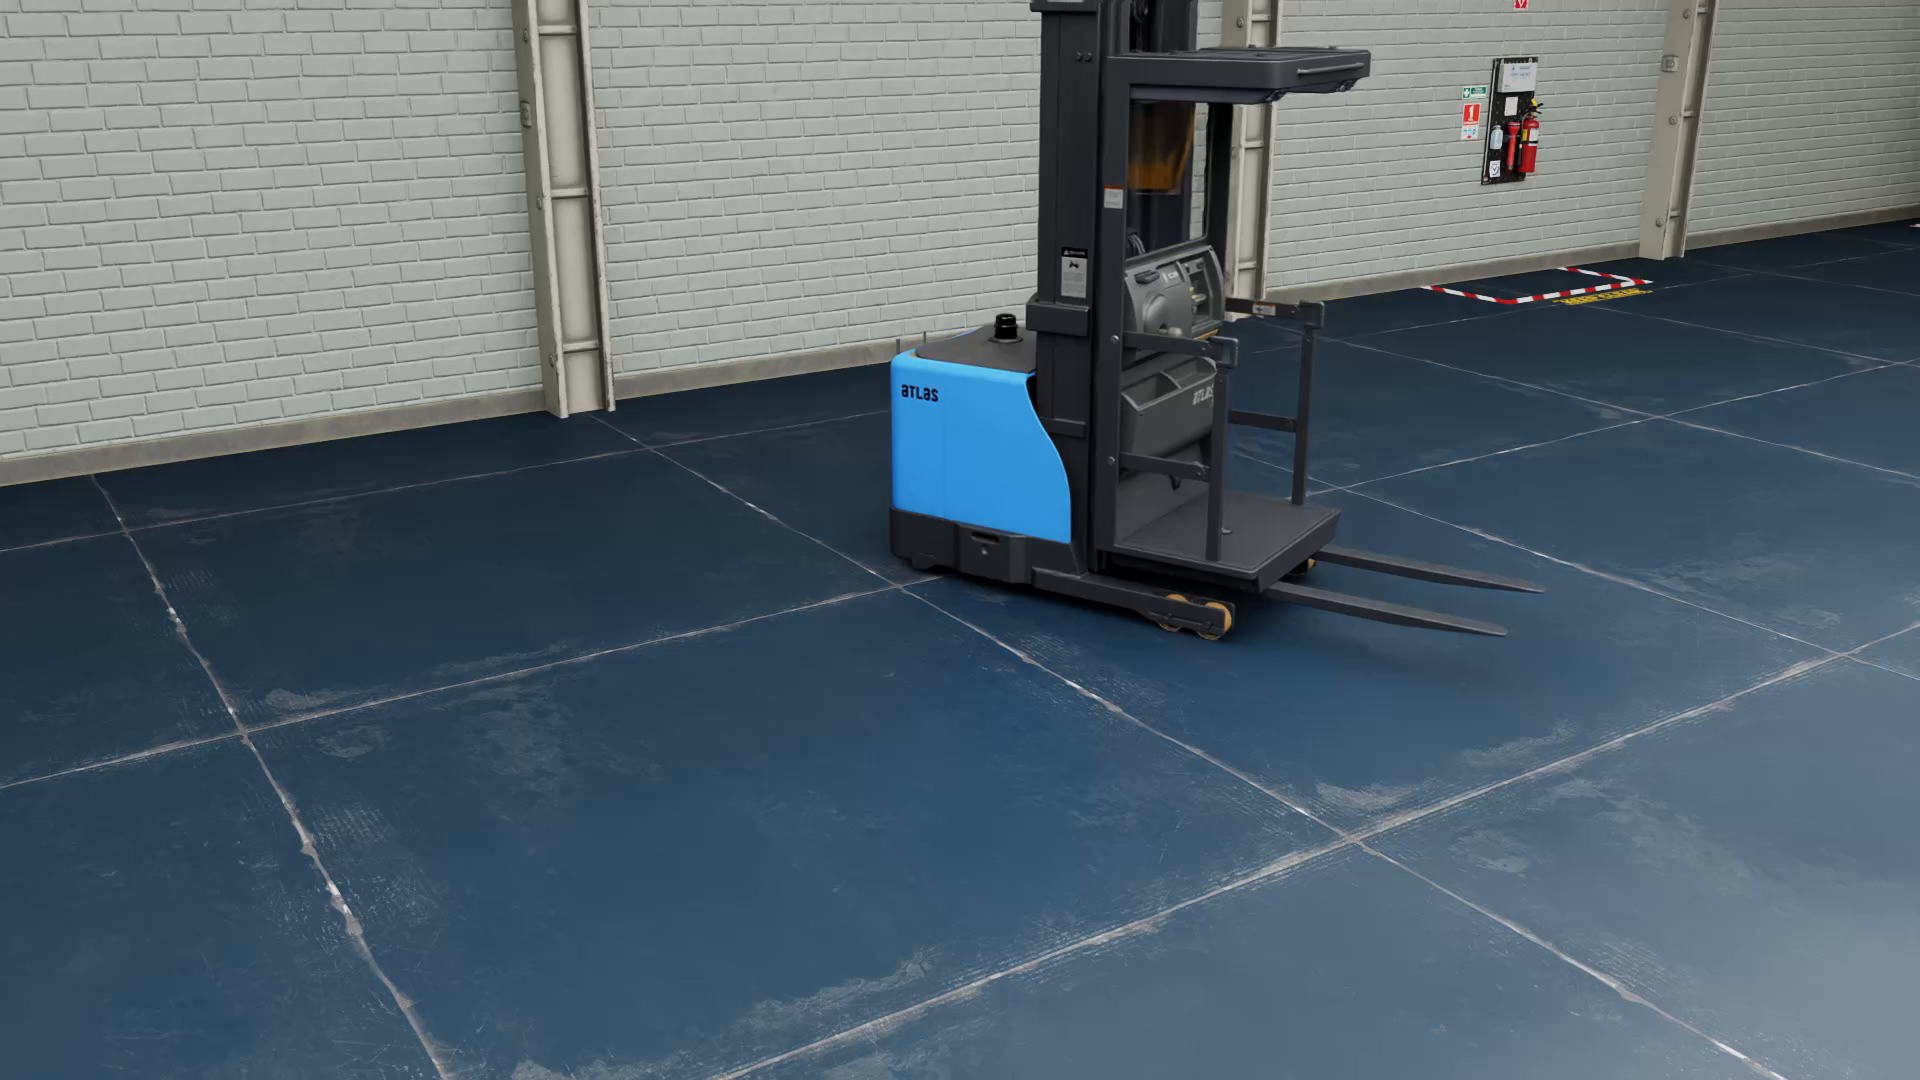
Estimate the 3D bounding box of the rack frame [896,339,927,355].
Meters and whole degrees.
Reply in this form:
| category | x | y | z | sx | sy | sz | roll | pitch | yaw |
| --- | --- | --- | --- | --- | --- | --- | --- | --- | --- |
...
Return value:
| category | x | y | z | sx | sy | sz | roll | pitch | yaw |
| --- | --- | --- | --- | --- | --- | --- | --- | --- | --- |
| rack frame | -0.239 | -0.516 | 8.633 | 0.200 | 1.050 | 0.008 | 12 | 22 | 31 |

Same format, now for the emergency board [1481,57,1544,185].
| category | x | y | z | sx | sy | sz | roll | pitch | yaw |
| --- | --- | --- | --- | --- | --- | --- | --- | --- | --- |
| emergency board | 5.337 | -4.002 | 15.899 | 0.643 | 1.169 | 0.194 | -12 | 22 | -31 |

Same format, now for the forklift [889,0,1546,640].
| category | x | y | z | sx | sy | sz | roll | pitch | yaw |
| --- | --- | --- | --- | --- | --- | --- | --- | --- | --- |
| forklift | 1.164 | -1.136 | 7.528 | 3.031 | 2.935 | 1.130 | 12 | 22 | 31 |

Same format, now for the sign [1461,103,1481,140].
| category | x | y | z | sx | sy | sz | roll | pitch | yaw |
| --- | --- | --- | --- | --- | --- | --- | --- | --- | --- |
| sign | 4.818 | -3.949 | 15.687 | 0.234 | 0.329 | 0.001 | -12 | 22 | -31 |

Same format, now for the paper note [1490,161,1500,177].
| category | x | y | z | sx | sy | sz | roll | pitch | yaw |
| --- | --- | --- | --- | --- | --- | --- | --- | --- | --- |
| paper note | 5.151 | -3.572 | 16.002 | 0.142 | 0.148 | 0.016 | -12 | 22 | -31 |

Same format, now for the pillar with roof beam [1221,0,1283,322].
| category | x | y | z | sx | sy | sz | roll | pitch | yaw |
| --- | --- | --- | --- | --- | --- | --- | --- | --- | --- |
| pillar with roof beam | 4.778 | -5.061 | 9.663 | 0.400 | 9.000 | 9.100 | -12 | 22 | -31 |

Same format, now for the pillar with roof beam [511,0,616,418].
| category | x | y | z | sx | sy | sz | roll | pitch | yaw |
| --- | --- | --- | --- | --- | --- | --- | --- | --- | --- |
| pillar with roof beam | -0.233 | -4.004 | 6.537 | 0.400 | 9.000 | 9.100 | -12 | 22 | -31 |

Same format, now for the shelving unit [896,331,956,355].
| category | x | y | z | sx | sy | sz | roll | pitch | yaw |
| --- | --- | --- | --- | --- | --- | --- | --- | --- | --- |
| shelving unit | -0.173 | -0.549 | 8.730 | 0.215 | 1.050 | 0.252 | 12 | 22 | 31 |

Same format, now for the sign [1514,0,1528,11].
| category | x | y | z | sx | sy | sz | roll | pitch | yaw |
| --- | --- | --- | --- | --- | --- | --- | --- | --- | --- |
| sign | 5.275 | -5.125 | 15.602 | 0.199 | 0.298 | 0.001 | -12 | 22 | -31 |

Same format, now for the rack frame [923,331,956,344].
| category | x | y | z | sx | sy | sz | roll | pitch | yaw |
| --- | --- | --- | --- | --- | --- | --- | --- | --- | --- |
| rack frame | -0.107 | -0.582 | 8.827 | 0.200 | 1.050 | 0.008 | 12 | 22 | 31 |

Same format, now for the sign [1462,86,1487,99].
| category | x | y | z | sx | sy | sz | roll | pitch | yaw |
| --- | --- | --- | --- | --- | --- | --- | --- | --- | --- |
| sign | 4.827 | -4.199 | 15.597 | 0.331 | 0.109 | 0.001 | -12 | 22 | -31 |

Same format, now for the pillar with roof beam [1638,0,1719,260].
| category | x | y | z | sx | sy | sz | roll | pitch | yaw |
| --- | --- | --- | --- | --- | --- | --- | --- | --- | --- |
| pillar with roof beam | 9.789 | -6.118 | 12.789 | 0.400 | 9.000 | 9.100 | -12 | 22 | -31 |
